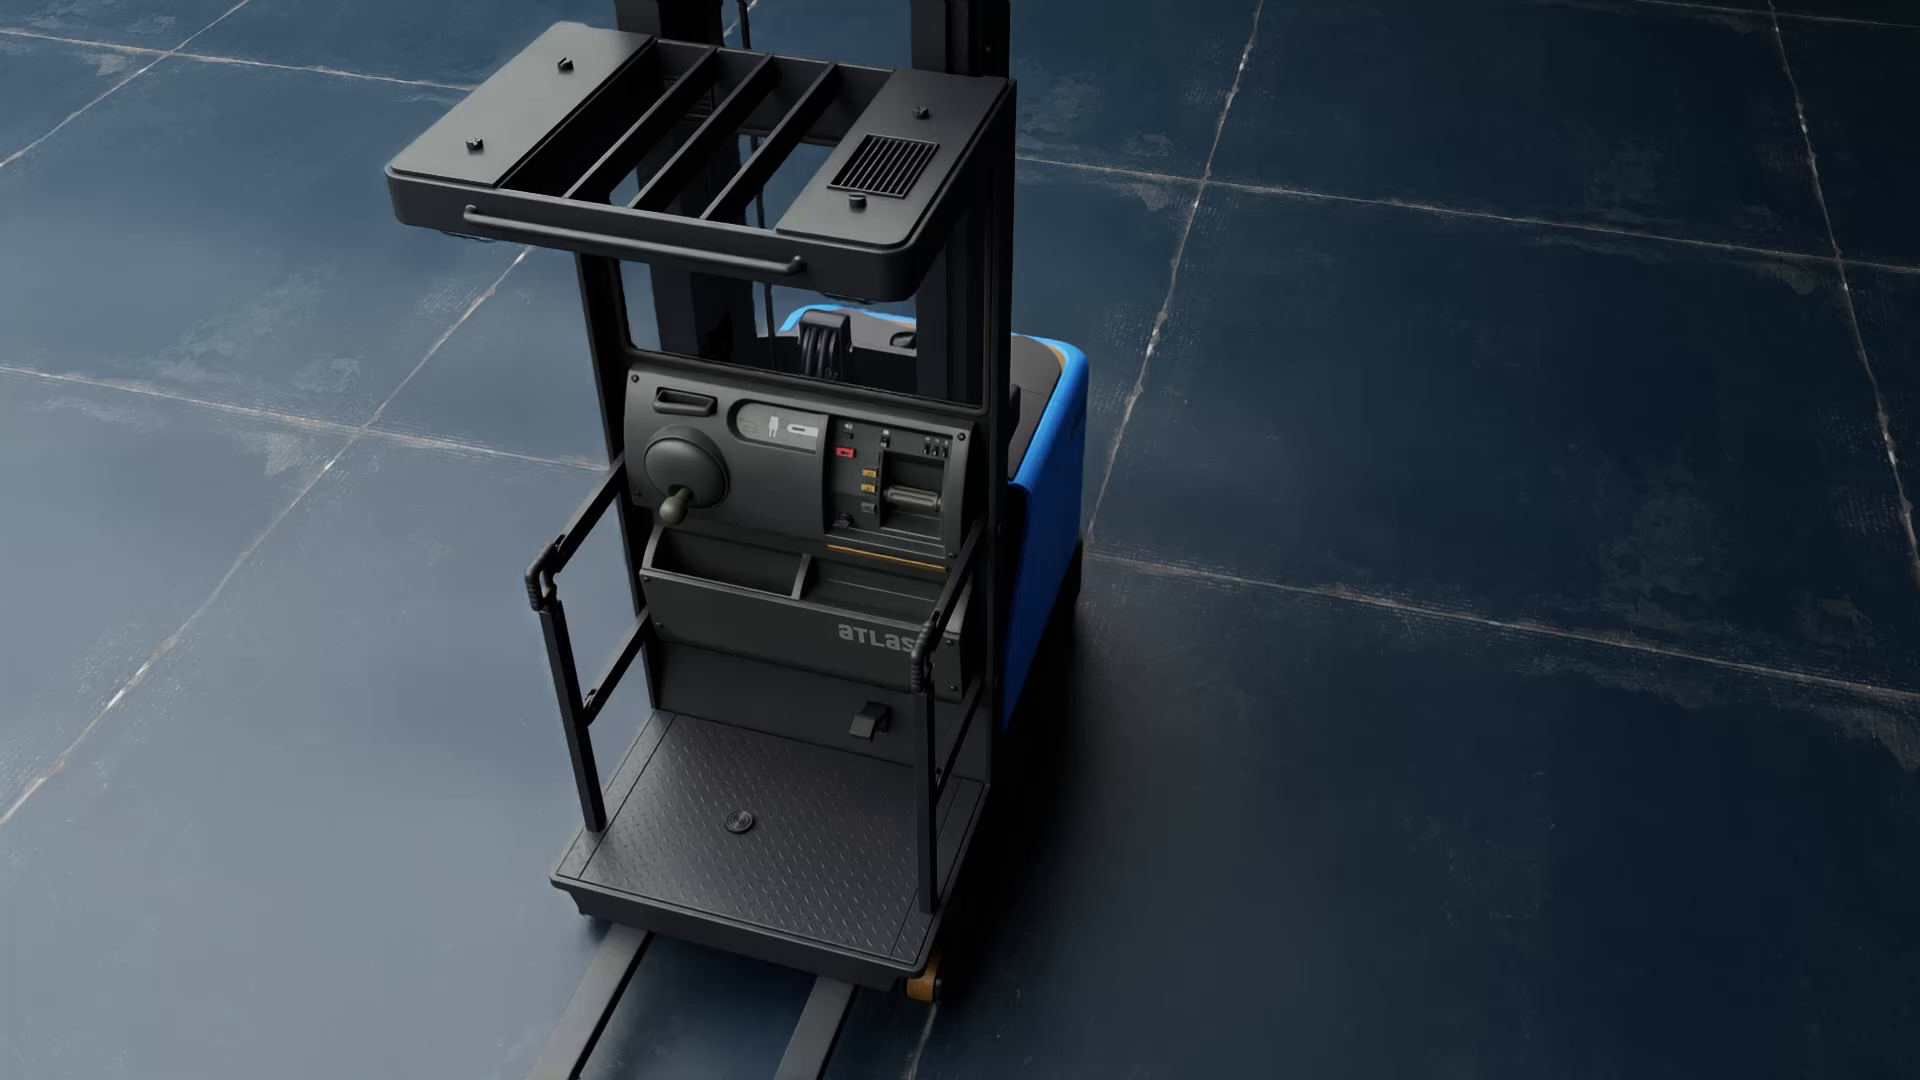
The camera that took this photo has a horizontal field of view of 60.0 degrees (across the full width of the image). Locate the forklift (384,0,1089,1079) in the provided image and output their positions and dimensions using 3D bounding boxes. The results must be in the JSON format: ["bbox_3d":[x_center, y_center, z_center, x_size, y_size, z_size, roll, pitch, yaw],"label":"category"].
[{"bbox_3d":[-0.484,-0.110,4.102,1.130,2.935,3.031,11,41,13],"label":"forklift"}]
